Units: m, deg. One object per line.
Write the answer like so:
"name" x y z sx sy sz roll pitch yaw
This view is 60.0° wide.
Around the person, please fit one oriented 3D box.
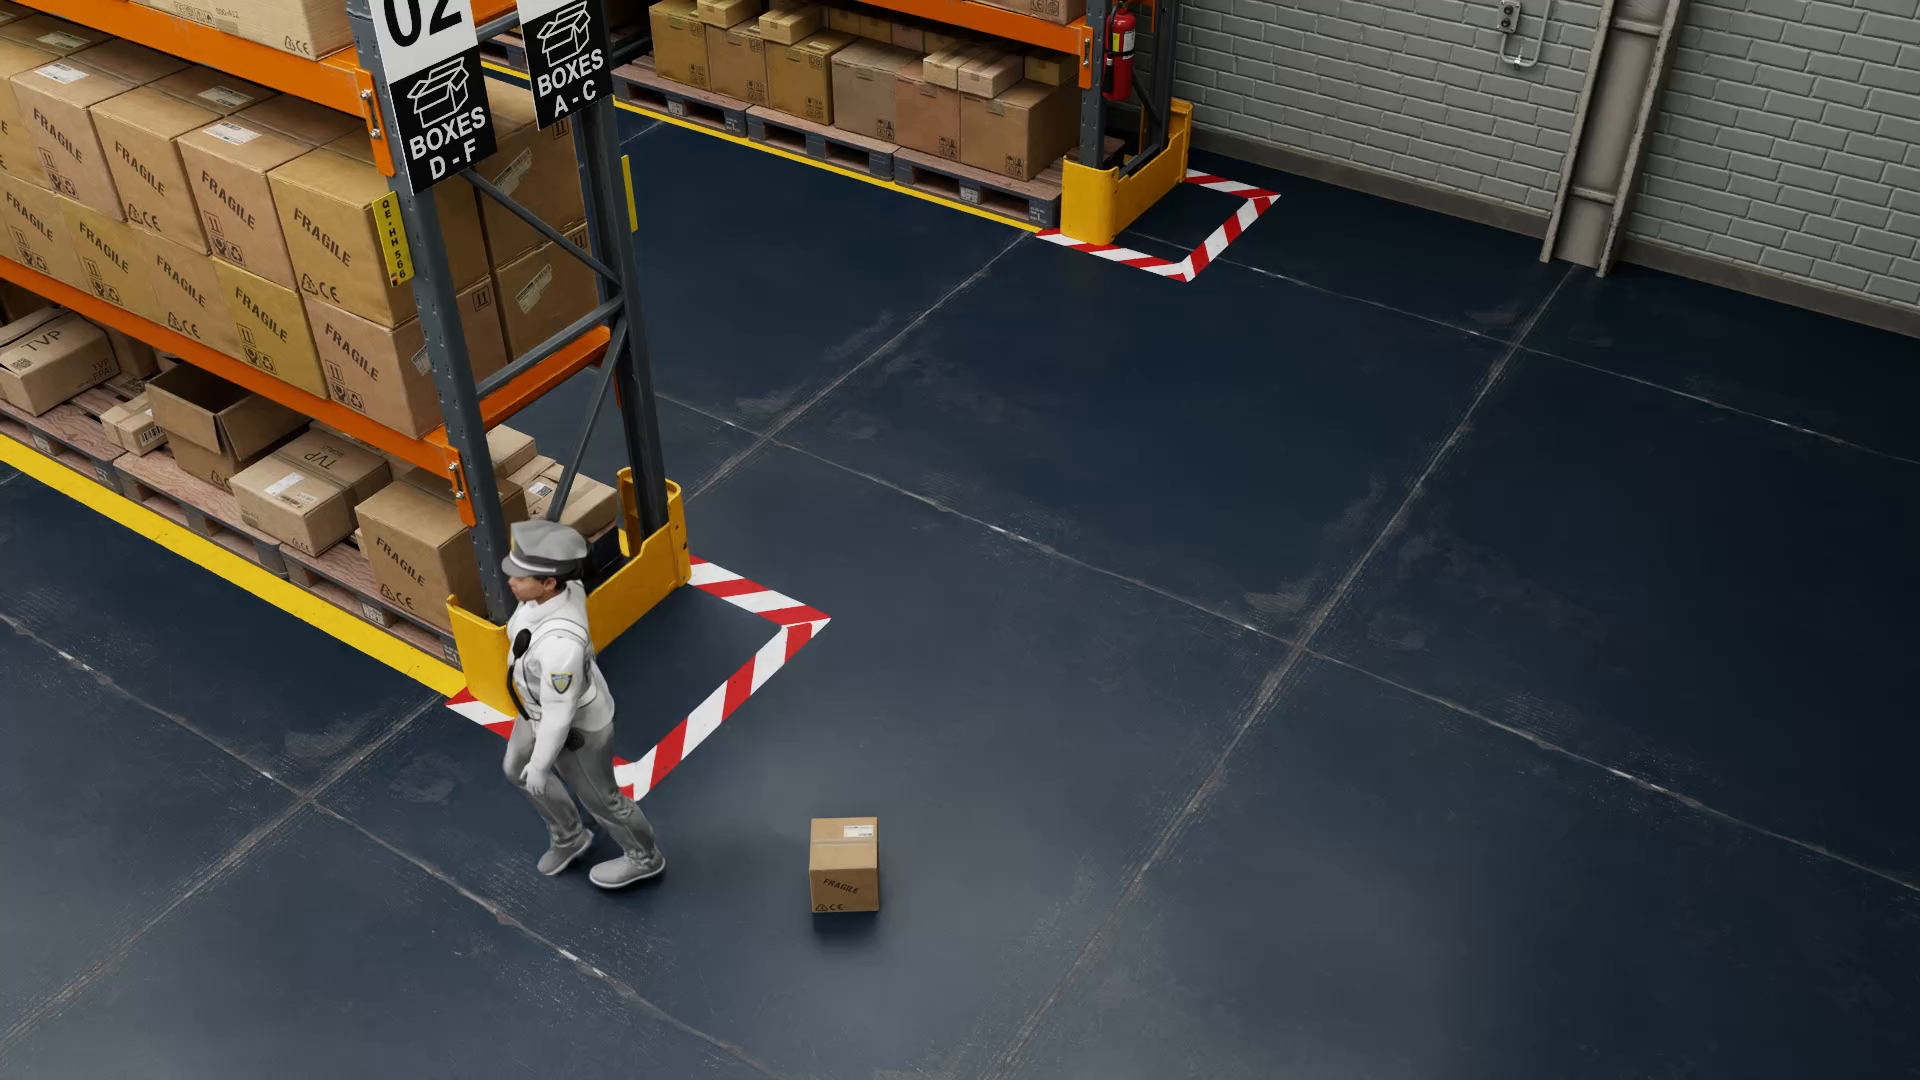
"person" -1.384 0.650 5.852 0.509 1.744 0.523 -12 40 -15
